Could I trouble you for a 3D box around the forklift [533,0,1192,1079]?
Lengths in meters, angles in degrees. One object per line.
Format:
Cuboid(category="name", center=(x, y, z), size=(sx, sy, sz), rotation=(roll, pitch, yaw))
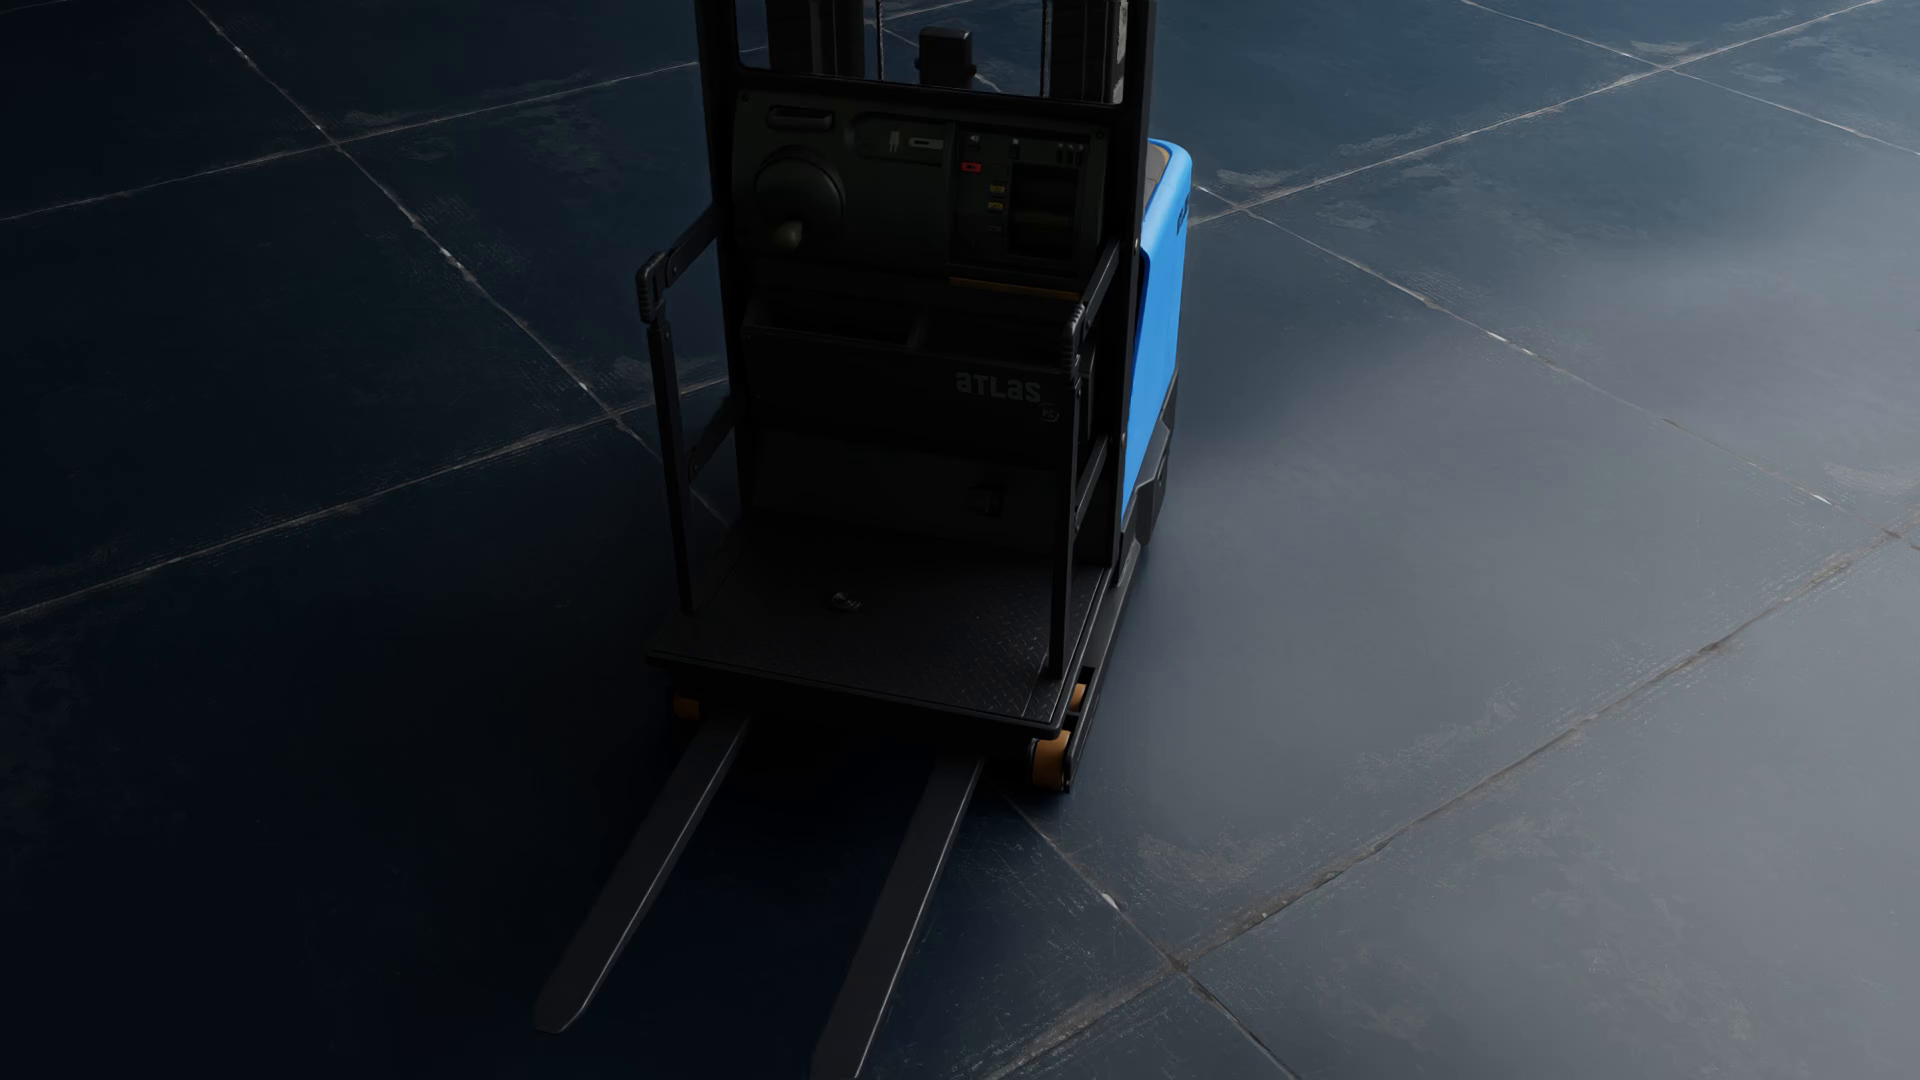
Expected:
Cuboid(category="forklift", center=(-0.161, -0.793, 3.842), size=(1.130, 2.935, 3.031), rotation=(9, 37, 13))
